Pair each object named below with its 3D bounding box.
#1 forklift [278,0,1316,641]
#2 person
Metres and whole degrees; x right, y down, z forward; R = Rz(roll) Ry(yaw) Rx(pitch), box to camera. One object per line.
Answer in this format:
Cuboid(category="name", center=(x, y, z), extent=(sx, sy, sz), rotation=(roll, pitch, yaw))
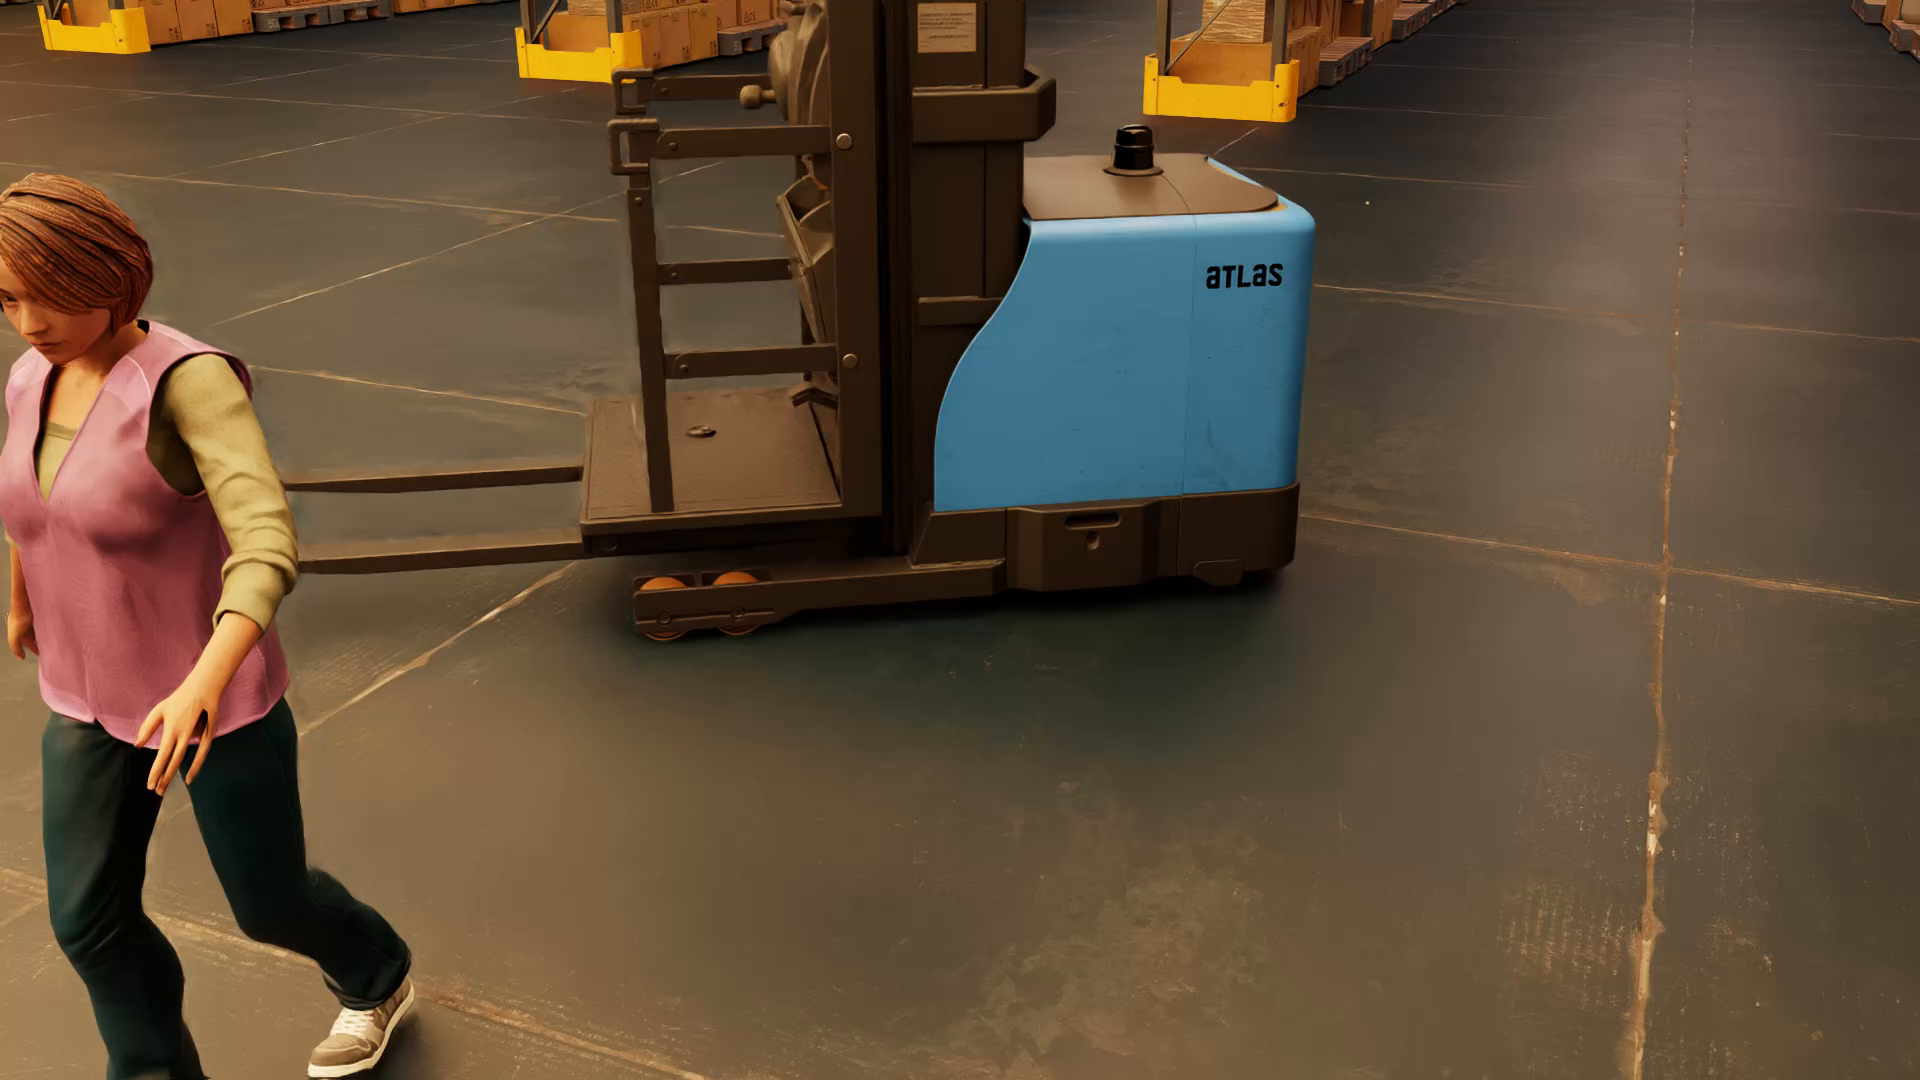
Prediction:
Cuboid(category="forklift", center=(-0.606, -1.303, 4.410), extent=(3.031, 2.935, 1.130), rotation=(-4, 23, -10))
Cuboid(category="person", center=(-1.205, 0.255, 2.470), extent=(0.812, 1.574, 0.703), rotation=(8, 24, 18))
